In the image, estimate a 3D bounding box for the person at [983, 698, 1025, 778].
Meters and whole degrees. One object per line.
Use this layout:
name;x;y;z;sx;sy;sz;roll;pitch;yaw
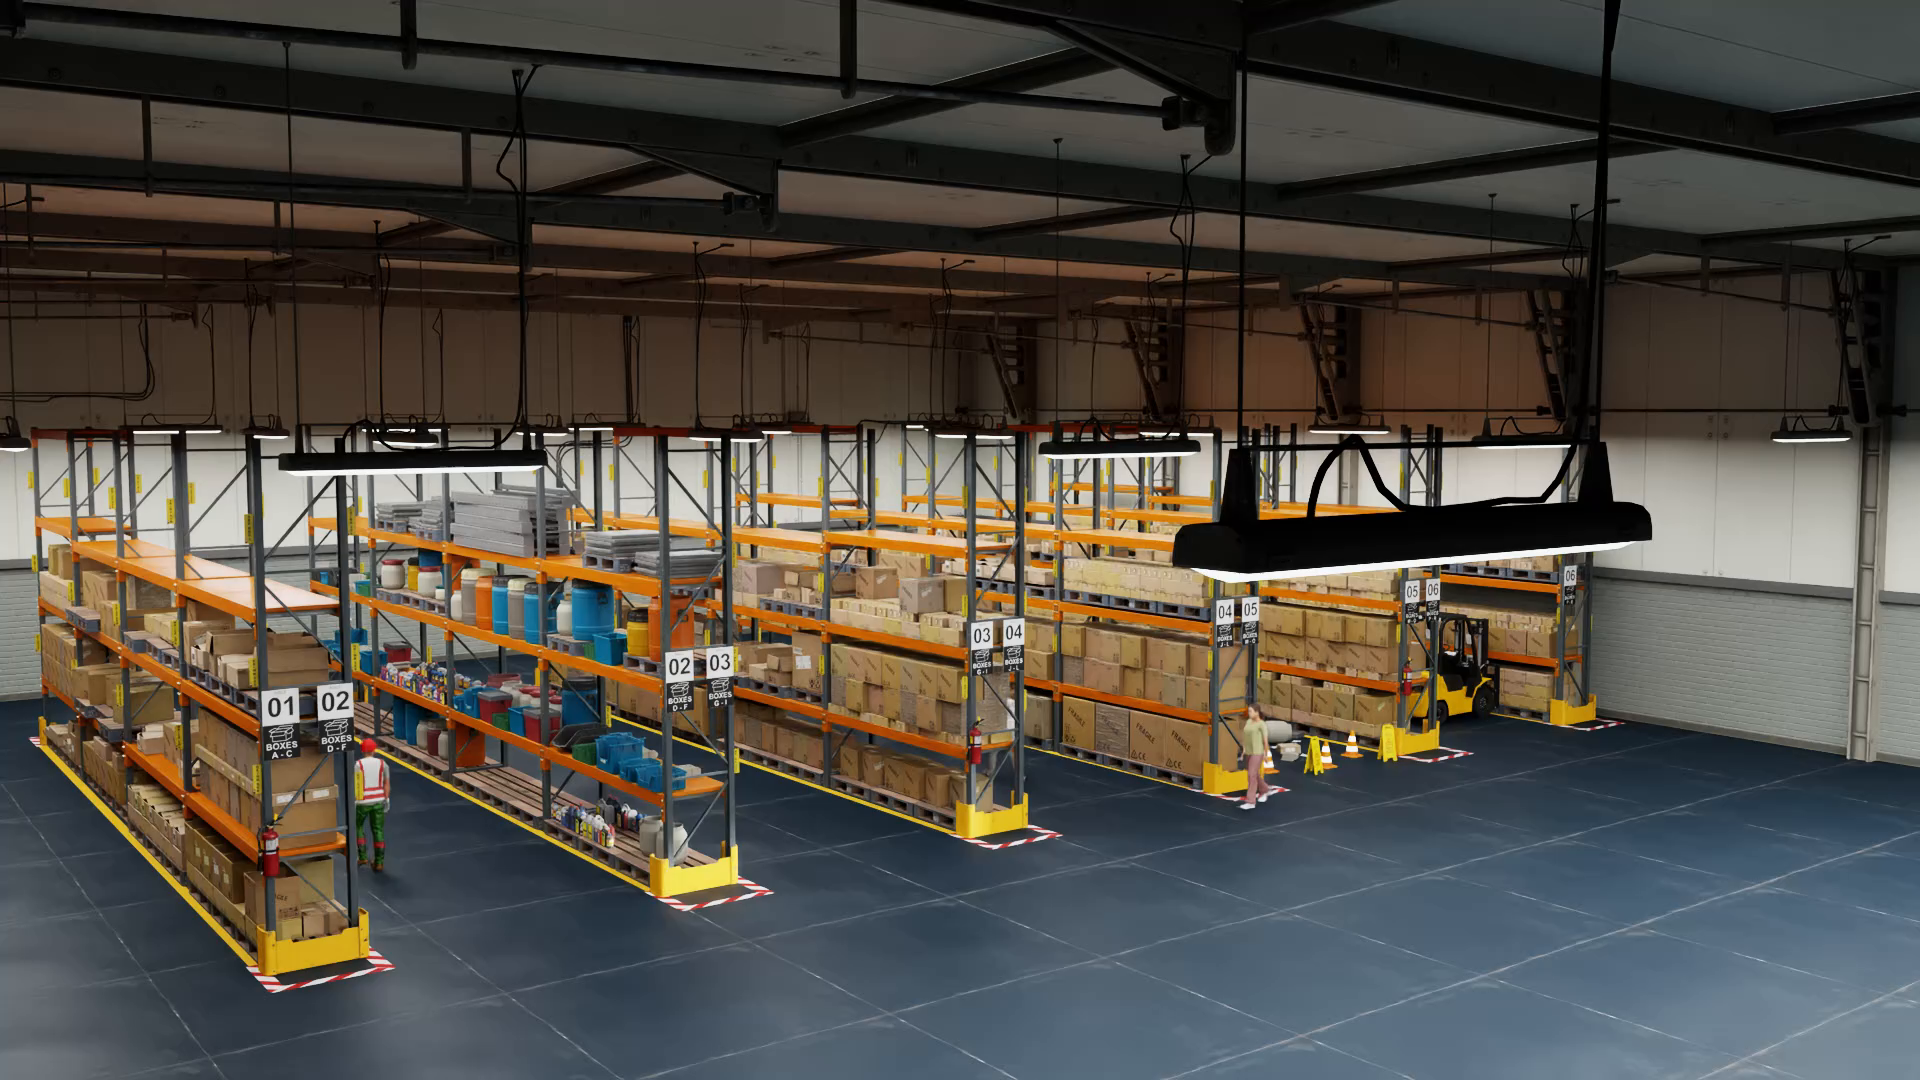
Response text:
person;0.766;3.263;28.473;0.548;1.653;0.918;-1;5;-17

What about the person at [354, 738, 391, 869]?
person;-8.139;3.650;22.917;0.602;1.807;0.542;-4;6;-43

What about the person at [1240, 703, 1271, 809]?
person;4.722;3.415;26.521;0.810;1.656;0.437;-2;5;-28
